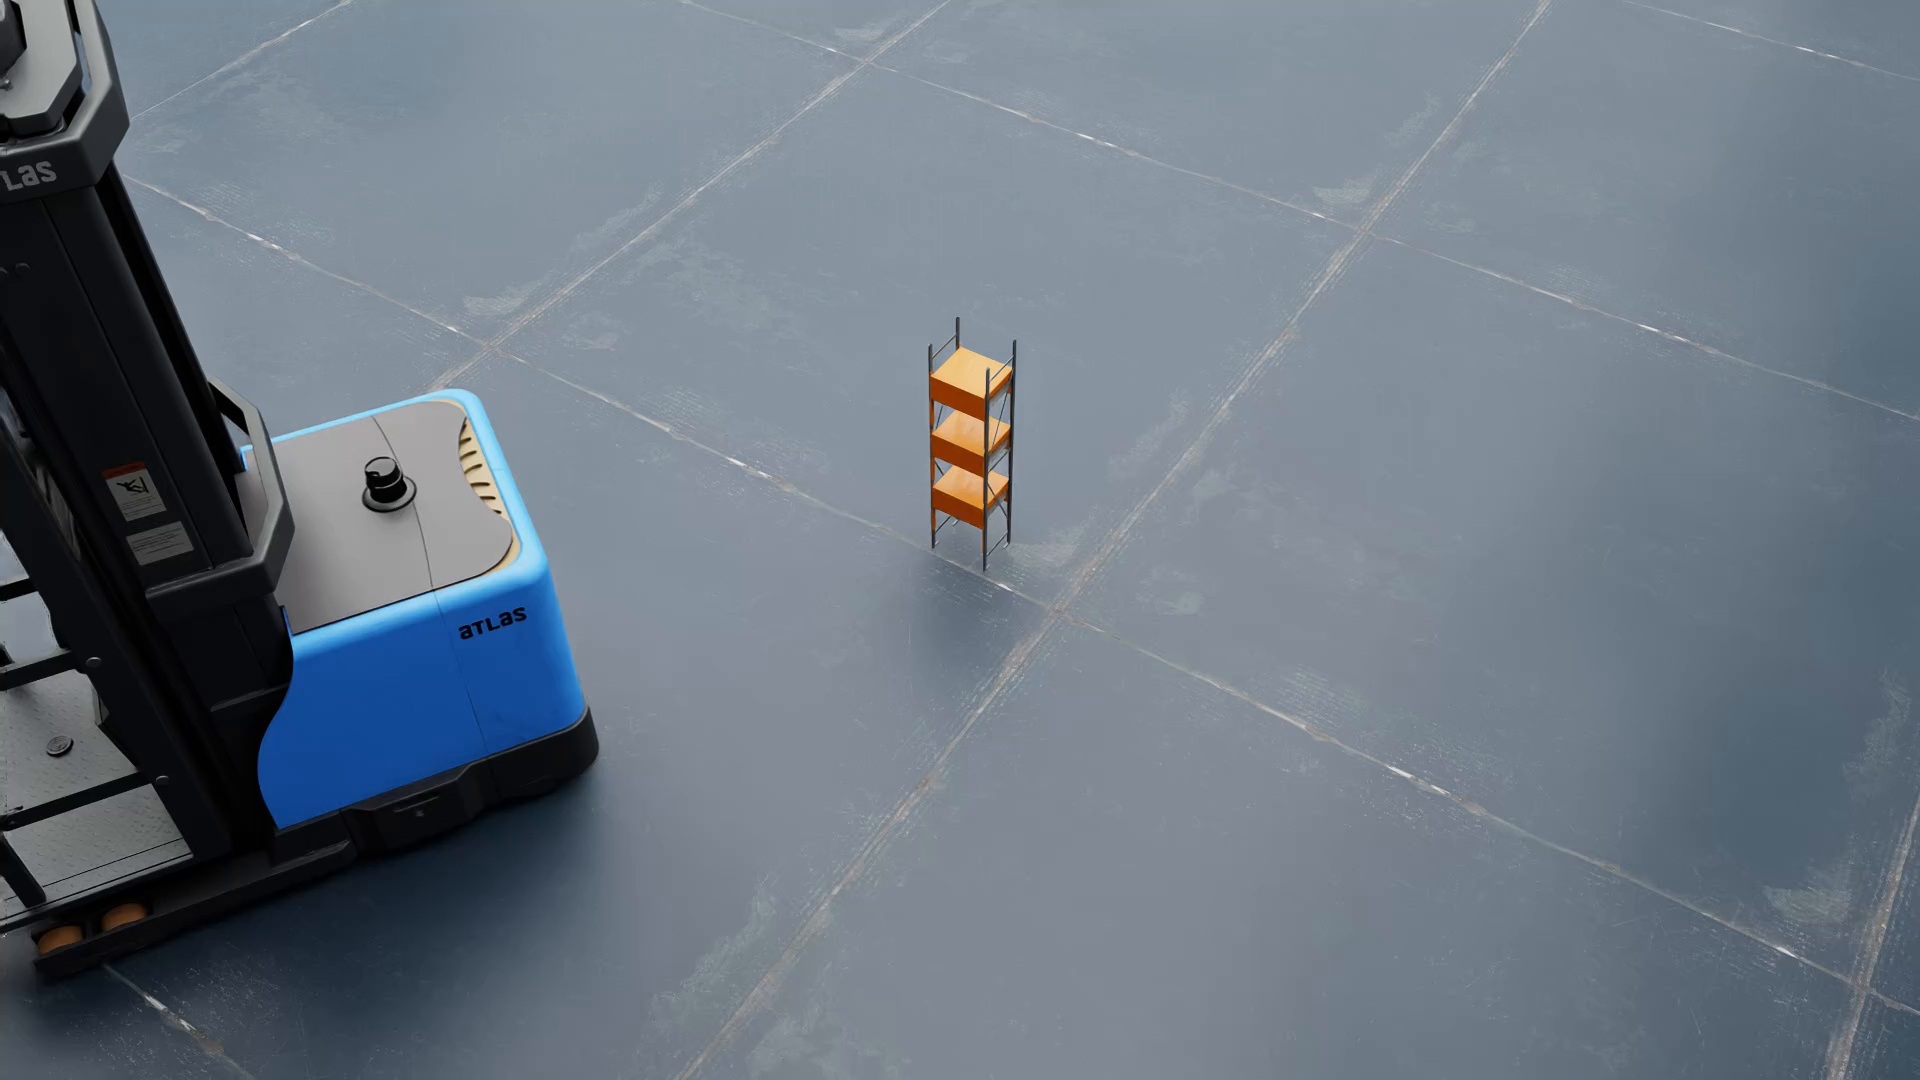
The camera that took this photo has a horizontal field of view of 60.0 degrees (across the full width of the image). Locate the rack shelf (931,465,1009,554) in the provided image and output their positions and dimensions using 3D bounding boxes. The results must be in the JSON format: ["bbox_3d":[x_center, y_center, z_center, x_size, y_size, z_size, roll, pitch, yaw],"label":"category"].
[{"bbox_3d":[0.045,-0.144,6.560,0.240,0.259,0.215,25,51,22],"label":"rack shelf"}]

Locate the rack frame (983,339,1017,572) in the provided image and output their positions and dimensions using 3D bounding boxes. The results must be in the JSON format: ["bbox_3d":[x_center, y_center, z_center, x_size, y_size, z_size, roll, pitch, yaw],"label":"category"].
[{"bbox_3d":[0.148,-0.298,6.307,0.008,1.050,0.200,25,51,22],"label":"rack frame"}]

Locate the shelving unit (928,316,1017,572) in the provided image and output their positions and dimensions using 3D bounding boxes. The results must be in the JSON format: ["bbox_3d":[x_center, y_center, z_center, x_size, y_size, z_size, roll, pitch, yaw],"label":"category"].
[{"bbox_3d":[0.045,-0.345,6.353,0.252,1.050,0.215,25,51,22],"label":"shelving unit"}]

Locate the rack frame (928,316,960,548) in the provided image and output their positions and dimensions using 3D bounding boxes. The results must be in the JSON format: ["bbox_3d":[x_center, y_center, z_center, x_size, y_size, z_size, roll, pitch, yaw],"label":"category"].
[{"bbox_3d":[-0.058,-0.392,6.399,0.008,1.050,0.200,25,51,22],"label":"rack frame"}]

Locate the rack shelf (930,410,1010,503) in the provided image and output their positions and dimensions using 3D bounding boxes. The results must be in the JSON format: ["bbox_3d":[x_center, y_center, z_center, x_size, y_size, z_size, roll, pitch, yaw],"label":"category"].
[{"bbox_3d":[0.045,-0.338,6.361,0.240,0.259,0.215,25,51,22],"label":"rack shelf"}]

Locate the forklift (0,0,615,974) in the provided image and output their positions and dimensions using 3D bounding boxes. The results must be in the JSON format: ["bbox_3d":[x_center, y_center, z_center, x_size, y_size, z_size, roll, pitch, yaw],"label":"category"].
[{"bbox_3d":[-2.790,-0.071,4.775,3.031,2.935,1.130,-19,49,-18],"label":"forklift"}]

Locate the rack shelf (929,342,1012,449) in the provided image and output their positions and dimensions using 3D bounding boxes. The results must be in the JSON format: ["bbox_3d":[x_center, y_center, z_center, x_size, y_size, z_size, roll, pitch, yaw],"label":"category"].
[{"bbox_3d":[0.045,-0.536,6.157,0.240,0.259,0.215,25,51,22],"label":"rack shelf"}]
